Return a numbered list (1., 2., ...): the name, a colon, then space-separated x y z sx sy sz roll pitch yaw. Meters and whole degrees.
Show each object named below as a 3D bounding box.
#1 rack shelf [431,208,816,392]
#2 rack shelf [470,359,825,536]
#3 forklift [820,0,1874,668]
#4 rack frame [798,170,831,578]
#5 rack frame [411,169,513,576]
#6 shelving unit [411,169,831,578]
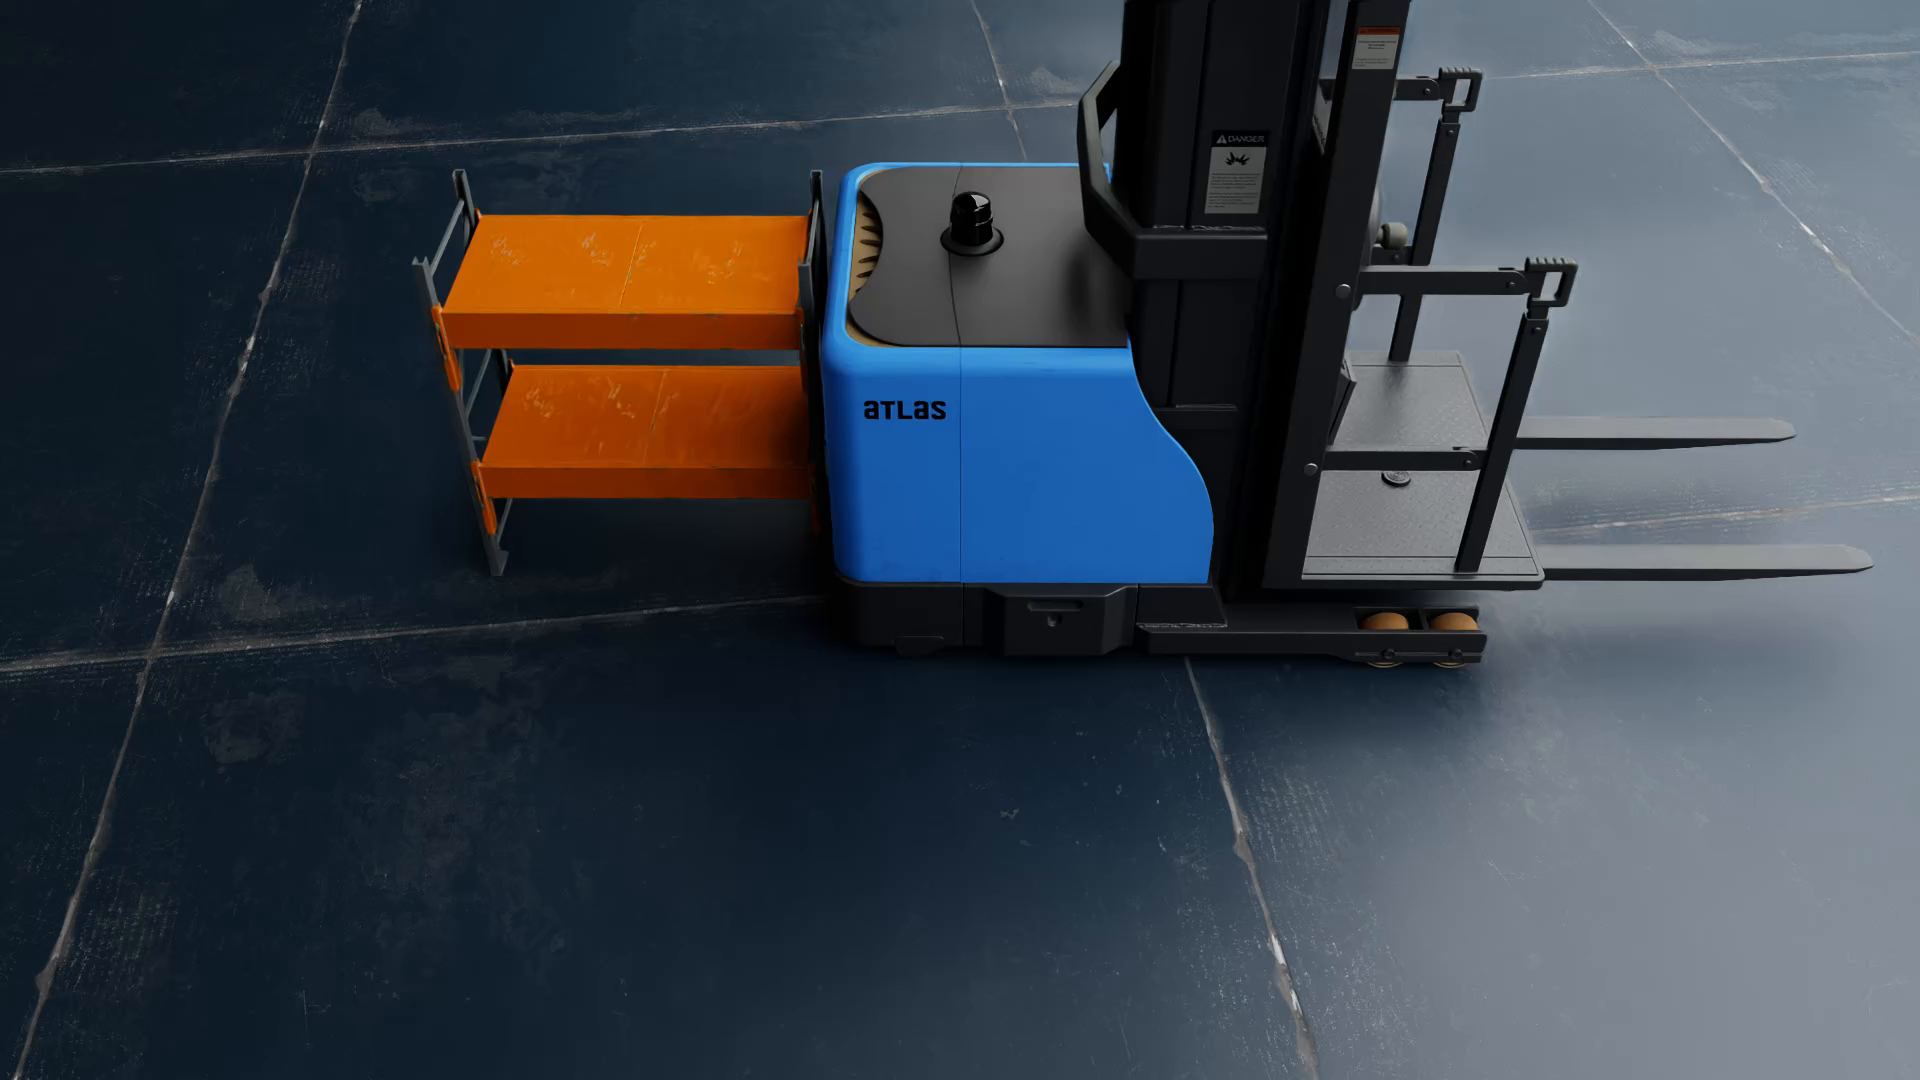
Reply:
1. rack shelf: -0.919 -0.689 4.736 1.000 0.278 0.538 0 42 0
2. rack shelf: -0.919 -0.290 5.096 1.000 0.278 0.538 0 42 0
3. forklift: 1.147 -1.076 4.254 3.031 2.935 1.130 0 42 0
4. rack frame: -0.410 -0.470 4.931 0.032 1.125 0.500 0 42 0
5. rack frame: -1.427 -0.473 4.934 0.032 1.125 0.500 0 42 0
6. shelving unit: -0.919 -0.471 4.933 1.048 1.125 0.538 0 42 0
